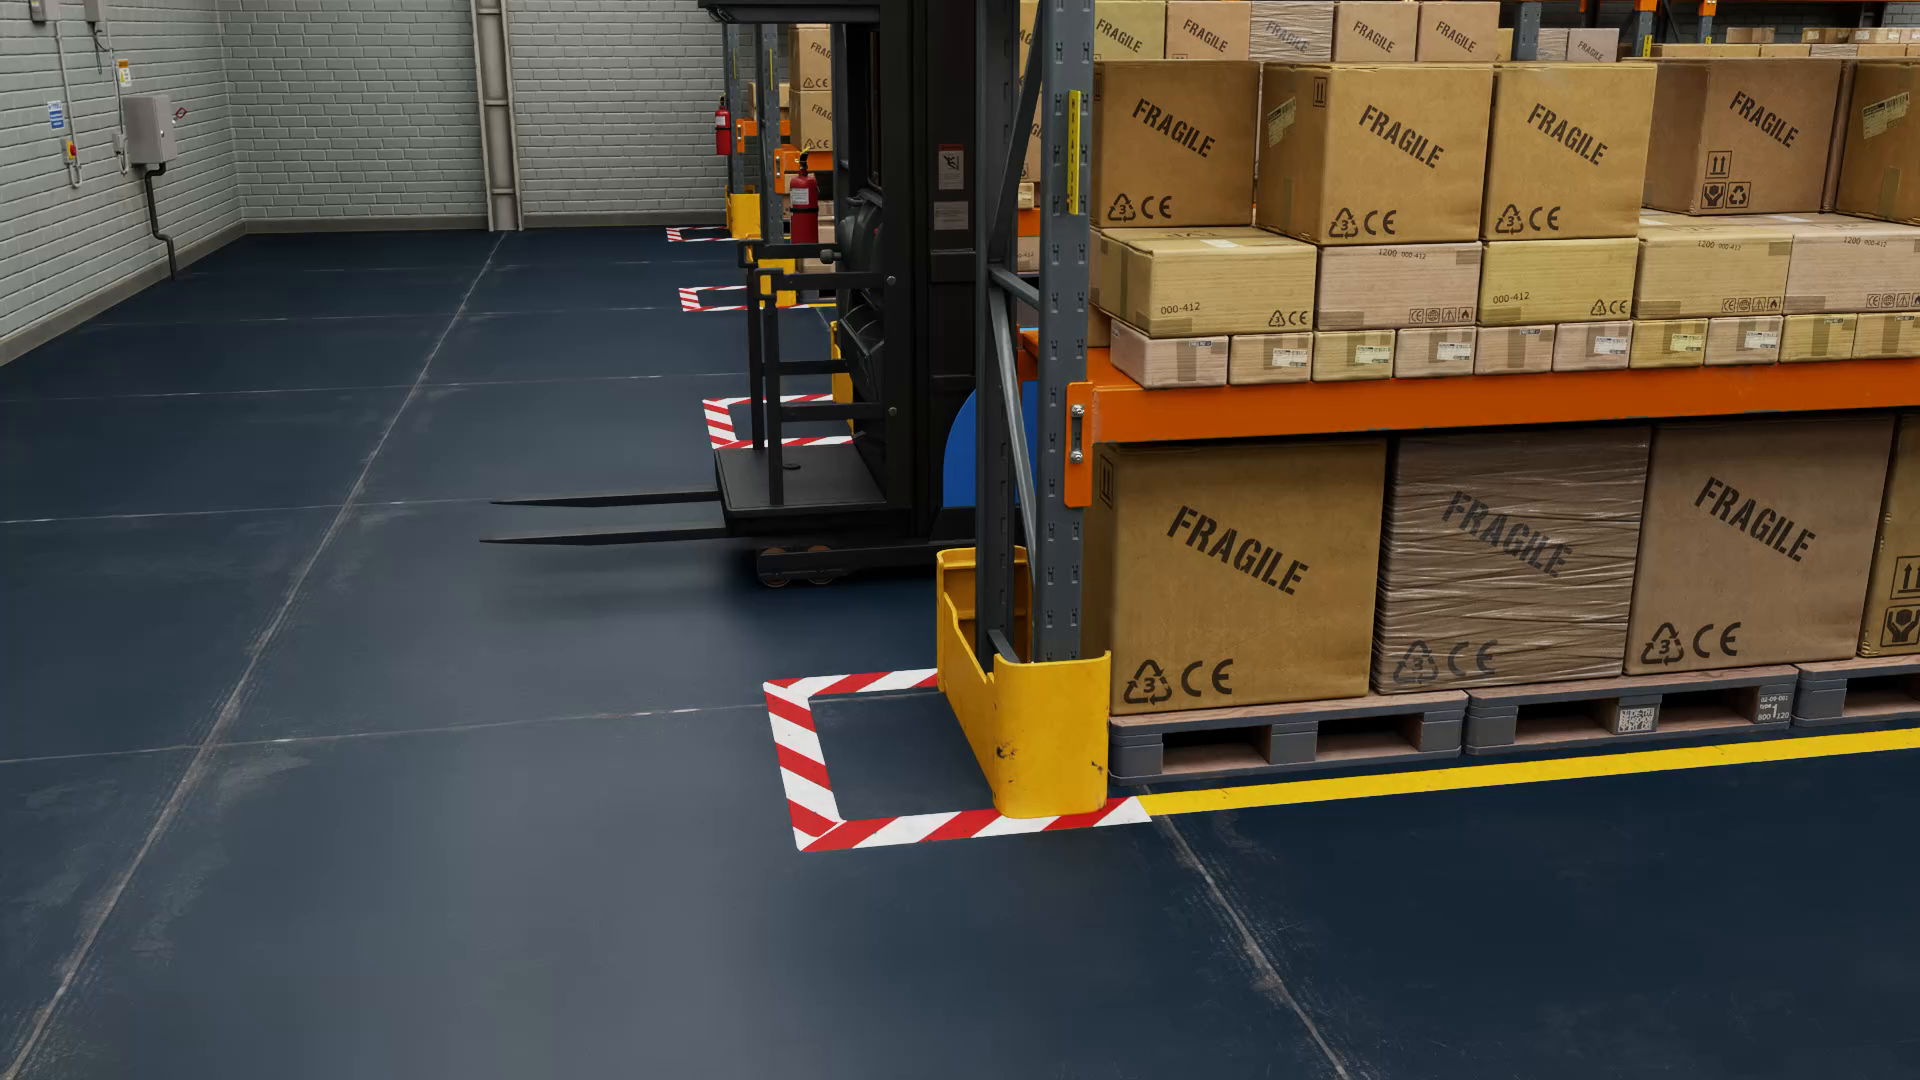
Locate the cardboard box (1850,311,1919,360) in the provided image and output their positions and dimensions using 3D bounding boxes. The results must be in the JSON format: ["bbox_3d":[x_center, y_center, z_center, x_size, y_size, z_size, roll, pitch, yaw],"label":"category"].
[{"bbox_3d":[2.889,-0.696,5.396,0.250,0.149,0.380,-3,17,-9],"label":"cardboard box"}]

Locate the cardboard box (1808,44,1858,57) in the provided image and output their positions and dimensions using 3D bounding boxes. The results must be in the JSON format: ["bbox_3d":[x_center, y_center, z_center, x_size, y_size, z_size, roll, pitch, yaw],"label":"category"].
[{"bbox_3d":[8.193,-4.502,15.967,0.500,0.500,0.500,-4,18,-13],"label":"cardboard box"}]

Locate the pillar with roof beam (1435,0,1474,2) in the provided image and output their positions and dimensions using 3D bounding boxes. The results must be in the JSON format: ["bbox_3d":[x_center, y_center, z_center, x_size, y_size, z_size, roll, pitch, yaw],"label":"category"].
[{"bbox_3d":[7.164,-7.454,16.754,0.400,9.000,9.100,-3,17,-10],"label":"pillar with roof beam"}]

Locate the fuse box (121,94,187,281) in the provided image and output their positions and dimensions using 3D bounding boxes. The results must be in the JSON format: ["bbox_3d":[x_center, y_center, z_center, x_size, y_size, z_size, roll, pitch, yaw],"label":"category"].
[{"bbox_3d":[-7.458,-3.296,15.627,0.414,1.711,0.539,-3,17,-10],"label":"fuse box"}]

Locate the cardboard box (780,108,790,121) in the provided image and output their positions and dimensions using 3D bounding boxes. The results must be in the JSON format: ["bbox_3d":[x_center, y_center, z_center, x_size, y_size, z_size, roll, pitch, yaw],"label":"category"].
[{"bbox_3d":[-2.000,-4.896,19.071,0.250,0.149,0.380,-3,17,-9],"label":"cardboard box"}]

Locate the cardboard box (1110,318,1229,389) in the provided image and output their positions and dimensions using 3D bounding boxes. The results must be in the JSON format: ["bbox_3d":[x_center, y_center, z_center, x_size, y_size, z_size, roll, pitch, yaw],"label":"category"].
[{"bbox_3d":[0.620,-0.566,4.975,0.250,0.149,0.380,-3,17,-10],"label":"cardboard box"}]

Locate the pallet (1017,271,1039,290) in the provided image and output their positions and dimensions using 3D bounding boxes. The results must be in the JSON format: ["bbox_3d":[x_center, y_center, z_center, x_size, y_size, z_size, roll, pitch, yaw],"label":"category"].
[{"bbox_3d":[0.295,-2.420,15.330,1.213,0.211,1.003,-3,17,-10],"label":"pallet"}]

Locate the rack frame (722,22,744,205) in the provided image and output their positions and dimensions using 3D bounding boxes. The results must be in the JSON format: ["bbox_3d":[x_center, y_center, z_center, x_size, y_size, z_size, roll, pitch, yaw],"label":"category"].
[{"bbox_3d":[-2.616,-5.049,19.143,0.127,3.000,1.000,-3,17,-10],"label":"rack frame"}]

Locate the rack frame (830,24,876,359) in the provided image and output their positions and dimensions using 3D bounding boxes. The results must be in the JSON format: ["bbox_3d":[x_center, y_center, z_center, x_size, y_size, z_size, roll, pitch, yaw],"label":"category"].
[{"bbox_3d":[-0.633,-2.197,9.857,0.127,3.000,1.000,-3,17,-10],"label":"rack frame"}]

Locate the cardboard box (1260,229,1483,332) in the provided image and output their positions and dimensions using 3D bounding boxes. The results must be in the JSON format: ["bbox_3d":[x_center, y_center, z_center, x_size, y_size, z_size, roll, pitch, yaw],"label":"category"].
[{"bbox_3d":[1.241,-0.812,5.096,0.500,0.250,0.500,-3,17,-11],"label":"cardboard box"}]

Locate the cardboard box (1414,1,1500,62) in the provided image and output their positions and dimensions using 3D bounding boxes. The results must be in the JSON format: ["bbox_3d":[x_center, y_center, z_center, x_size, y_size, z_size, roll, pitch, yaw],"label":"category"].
[{"bbox_3d":[2.885,-2.984,10.038,0.500,0.500,0.500,-4,17,-12],"label":"cardboard box"}]

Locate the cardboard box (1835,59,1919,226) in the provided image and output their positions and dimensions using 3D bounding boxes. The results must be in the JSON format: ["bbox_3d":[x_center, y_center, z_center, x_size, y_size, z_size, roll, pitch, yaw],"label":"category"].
[{"bbox_3d":[3.243,-1.284,5.356,0.500,0.500,0.500,-3,17,-10],"label":"cardboard box"}]

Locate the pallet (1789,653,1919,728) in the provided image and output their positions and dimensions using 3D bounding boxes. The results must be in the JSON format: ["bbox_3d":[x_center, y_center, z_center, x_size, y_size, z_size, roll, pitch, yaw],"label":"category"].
[{"bbox_3d":[3.375,0.368,6.254,1.213,0.211,1.003,-3,17,-10],"label":"pallet"}]

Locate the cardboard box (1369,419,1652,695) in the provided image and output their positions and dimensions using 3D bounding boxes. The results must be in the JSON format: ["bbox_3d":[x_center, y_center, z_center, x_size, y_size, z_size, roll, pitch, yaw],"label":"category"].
[{"bbox_3d":[1.716,-0.056,5.790,0.875,0.875,0.875,-3,17,-10],"label":"cardboard box"}]

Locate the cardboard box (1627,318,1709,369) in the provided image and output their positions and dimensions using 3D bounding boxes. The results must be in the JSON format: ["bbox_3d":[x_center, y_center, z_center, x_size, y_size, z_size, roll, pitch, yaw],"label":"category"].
[{"bbox_3d":[2.130,-0.652,5.255,0.250,0.149,0.380,-4,17,-12],"label":"cardboard box"}]

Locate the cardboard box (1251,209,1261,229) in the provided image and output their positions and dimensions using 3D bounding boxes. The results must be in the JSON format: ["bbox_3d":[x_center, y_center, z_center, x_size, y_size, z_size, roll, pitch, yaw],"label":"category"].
[{"bbox_3d":[1.133,-0.964,5.590,0.500,0.250,0.500,-4,17,-11],"label":"cardboard box"}]

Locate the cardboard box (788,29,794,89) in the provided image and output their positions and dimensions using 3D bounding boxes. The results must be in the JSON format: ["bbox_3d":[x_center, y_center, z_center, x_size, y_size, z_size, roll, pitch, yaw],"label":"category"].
[{"bbox_3d":[-1.243,-4.240,14.634,0.500,0.500,0.500,-3,17,-9],"label":"cardboard box"}]

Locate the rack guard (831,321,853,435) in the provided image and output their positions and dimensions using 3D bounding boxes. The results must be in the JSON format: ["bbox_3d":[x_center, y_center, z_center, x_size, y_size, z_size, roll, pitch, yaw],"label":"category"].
[{"bbox_3d":[-0.558,-1.007,10.238,0.348,0.500,1.175,-3,17,-10],"label":"rack guard"}]

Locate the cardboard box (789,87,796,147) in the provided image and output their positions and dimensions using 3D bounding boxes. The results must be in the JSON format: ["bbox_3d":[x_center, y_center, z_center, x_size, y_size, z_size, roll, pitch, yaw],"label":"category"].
[{"bbox_3d":[-1.247,-3.770,14.806,0.500,0.500,0.500,-3,17,-10],"label":"cardboard box"}]

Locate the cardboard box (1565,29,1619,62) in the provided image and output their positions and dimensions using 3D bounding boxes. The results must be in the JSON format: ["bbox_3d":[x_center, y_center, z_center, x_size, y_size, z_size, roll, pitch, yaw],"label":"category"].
[{"bbox_3d":[5.726,-4.486,15.435,0.500,0.500,0.500,-4,17,-12],"label":"cardboard box"}]

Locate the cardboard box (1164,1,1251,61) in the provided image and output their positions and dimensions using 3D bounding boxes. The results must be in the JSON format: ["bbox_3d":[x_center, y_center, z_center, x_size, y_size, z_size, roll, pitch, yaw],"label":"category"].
[{"bbox_3d":[1.367,-2.896,9.751,0.500,0.500,0.500,-4,17,-12],"label":"cardboard box"}]

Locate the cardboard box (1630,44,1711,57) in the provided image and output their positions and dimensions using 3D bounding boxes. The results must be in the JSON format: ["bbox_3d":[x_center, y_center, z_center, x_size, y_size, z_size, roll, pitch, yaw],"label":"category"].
[{"bbox_3d":[6.670,-4.413,15.680,0.500,0.500,0.500,-4,17,-12],"label":"cardboard box"}]

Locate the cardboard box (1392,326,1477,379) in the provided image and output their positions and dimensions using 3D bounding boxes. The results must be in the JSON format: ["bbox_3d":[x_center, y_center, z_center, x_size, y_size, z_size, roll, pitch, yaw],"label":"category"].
[{"bbox_3d":[1.379,-0.610,5.118,0.250,0.149,0.380,-4,17,-11],"label":"cardboard box"}]

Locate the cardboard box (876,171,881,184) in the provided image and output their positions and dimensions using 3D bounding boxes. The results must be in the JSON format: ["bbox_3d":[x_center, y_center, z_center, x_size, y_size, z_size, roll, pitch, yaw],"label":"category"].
[{"bbox_3d":[-0.366,-2.177,10.218,0.250,0.149,0.380,-3,17,-10],"label":"cardboard box"}]

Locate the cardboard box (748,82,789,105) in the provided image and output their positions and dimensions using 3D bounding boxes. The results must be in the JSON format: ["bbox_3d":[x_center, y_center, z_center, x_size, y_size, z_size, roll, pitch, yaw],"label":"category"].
[{"bbox_3d":[-2.215,-5.222,19.454,0.500,0.250,0.500,-3,17,-9],"label":"cardboard box"}]

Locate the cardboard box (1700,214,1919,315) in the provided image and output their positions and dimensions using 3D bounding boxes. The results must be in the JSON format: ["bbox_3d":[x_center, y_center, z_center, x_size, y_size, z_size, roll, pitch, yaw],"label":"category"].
[{"bbox_3d":[2.744,-0.897,5.372,0.500,0.250,0.500,-3,17,-9],"label":"cardboard box"}]

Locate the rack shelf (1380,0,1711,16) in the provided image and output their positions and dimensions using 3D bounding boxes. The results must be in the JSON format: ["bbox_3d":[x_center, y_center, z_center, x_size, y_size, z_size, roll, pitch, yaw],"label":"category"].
[{"bbox_3d":[7.202,-6.696,20.621,4.000,0.370,1.077,-3,17,-10],"label":"rack shelf"}]

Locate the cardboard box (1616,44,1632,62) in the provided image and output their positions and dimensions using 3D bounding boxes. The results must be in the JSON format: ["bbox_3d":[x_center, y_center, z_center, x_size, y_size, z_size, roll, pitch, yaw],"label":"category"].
[{"bbox_3d":[6.577,-4.560,16.159,0.500,0.500,0.500,-4,17,-12],"label":"cardboard box"}]

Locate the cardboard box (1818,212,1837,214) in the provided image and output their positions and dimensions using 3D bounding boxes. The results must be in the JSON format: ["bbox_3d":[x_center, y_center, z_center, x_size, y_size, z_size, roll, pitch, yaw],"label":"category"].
[{"bbox_3d":[3.136,-1.078,5.962,0.500,0.250,0.500,-3,17,-11],"label":"cardboard box"}]

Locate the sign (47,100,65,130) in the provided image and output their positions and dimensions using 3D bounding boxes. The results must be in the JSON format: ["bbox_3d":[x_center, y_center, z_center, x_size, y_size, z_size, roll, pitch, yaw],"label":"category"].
[{"bbox_3d":[-7.254,-3.410,13.344,0.001,0.218,0.327,-3,17,-10],"label":"sign"}]

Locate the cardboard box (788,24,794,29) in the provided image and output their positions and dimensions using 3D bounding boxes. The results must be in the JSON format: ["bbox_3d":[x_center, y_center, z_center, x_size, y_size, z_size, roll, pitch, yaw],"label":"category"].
[{"bbox_3d":[-1.356,-4.532,14.481,0.250,0.149,0.380,-3,17,-10],"label":"cardboard box"}]

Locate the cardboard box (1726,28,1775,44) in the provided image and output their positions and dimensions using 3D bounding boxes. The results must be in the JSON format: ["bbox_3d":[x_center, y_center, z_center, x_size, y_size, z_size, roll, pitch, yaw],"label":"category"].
[{"bbox_3d":[7.737,-4.938,16.282,0.250,0.149,0.380,-4,18,-13],"label":"cardboard box"}]

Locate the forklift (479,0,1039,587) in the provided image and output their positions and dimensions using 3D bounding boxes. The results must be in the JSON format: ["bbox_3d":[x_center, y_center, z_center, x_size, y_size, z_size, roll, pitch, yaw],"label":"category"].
[{"bbox_3d":[-0.615,-1.366,7.267,3.031,2.935,1.130,-3,17,-11],"label":"forklift"}]

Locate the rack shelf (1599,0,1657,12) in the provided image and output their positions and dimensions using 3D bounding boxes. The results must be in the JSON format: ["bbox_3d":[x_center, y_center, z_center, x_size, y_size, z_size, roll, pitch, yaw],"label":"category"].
[{"bbox_3d":[8.148,-5.266,15.963,4.000,0.370,1.077,-3,17,-10],"label":"rack shelf"}]

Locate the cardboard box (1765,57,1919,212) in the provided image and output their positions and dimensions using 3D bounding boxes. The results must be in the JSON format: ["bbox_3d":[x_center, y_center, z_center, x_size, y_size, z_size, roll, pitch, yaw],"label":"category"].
[{"bbox_3d":[3.133,-1.435,5.848,0.500,0.500,0.500,-3,17,-10],"label":"cardboard box"}]

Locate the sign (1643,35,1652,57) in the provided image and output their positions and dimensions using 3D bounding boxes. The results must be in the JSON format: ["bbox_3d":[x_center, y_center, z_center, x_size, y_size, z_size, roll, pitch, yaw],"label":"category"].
[{"bbox_3d":[6.292,-4.458,15.245,0.005,0.325,0.100,-3,17,-10],"label":"sign"}]

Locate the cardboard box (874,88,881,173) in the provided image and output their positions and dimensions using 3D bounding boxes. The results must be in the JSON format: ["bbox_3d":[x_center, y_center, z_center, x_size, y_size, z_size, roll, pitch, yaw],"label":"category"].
[{"bbox_3d":[-0.240,-2.487,10.122,0.500,0.500,0.500,-3,17,-9],"label":"cardboard box"}]

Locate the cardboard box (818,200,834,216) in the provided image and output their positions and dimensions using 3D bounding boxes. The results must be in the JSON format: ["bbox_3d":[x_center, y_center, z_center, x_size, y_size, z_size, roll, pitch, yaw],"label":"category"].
[{"bbox_3d":[-1.573,-3.907,19.562,0.250,0.149,0.380,-4,18,-13],"label":"cardboard box"}]

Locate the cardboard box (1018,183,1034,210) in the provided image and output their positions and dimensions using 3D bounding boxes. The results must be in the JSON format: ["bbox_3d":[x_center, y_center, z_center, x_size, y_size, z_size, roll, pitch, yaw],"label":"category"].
[{"bbox_3d":[0.264,-2.026,9.729,0.250,0.149,0.380,-4,17,-12],"label":"cardboard box"}]
